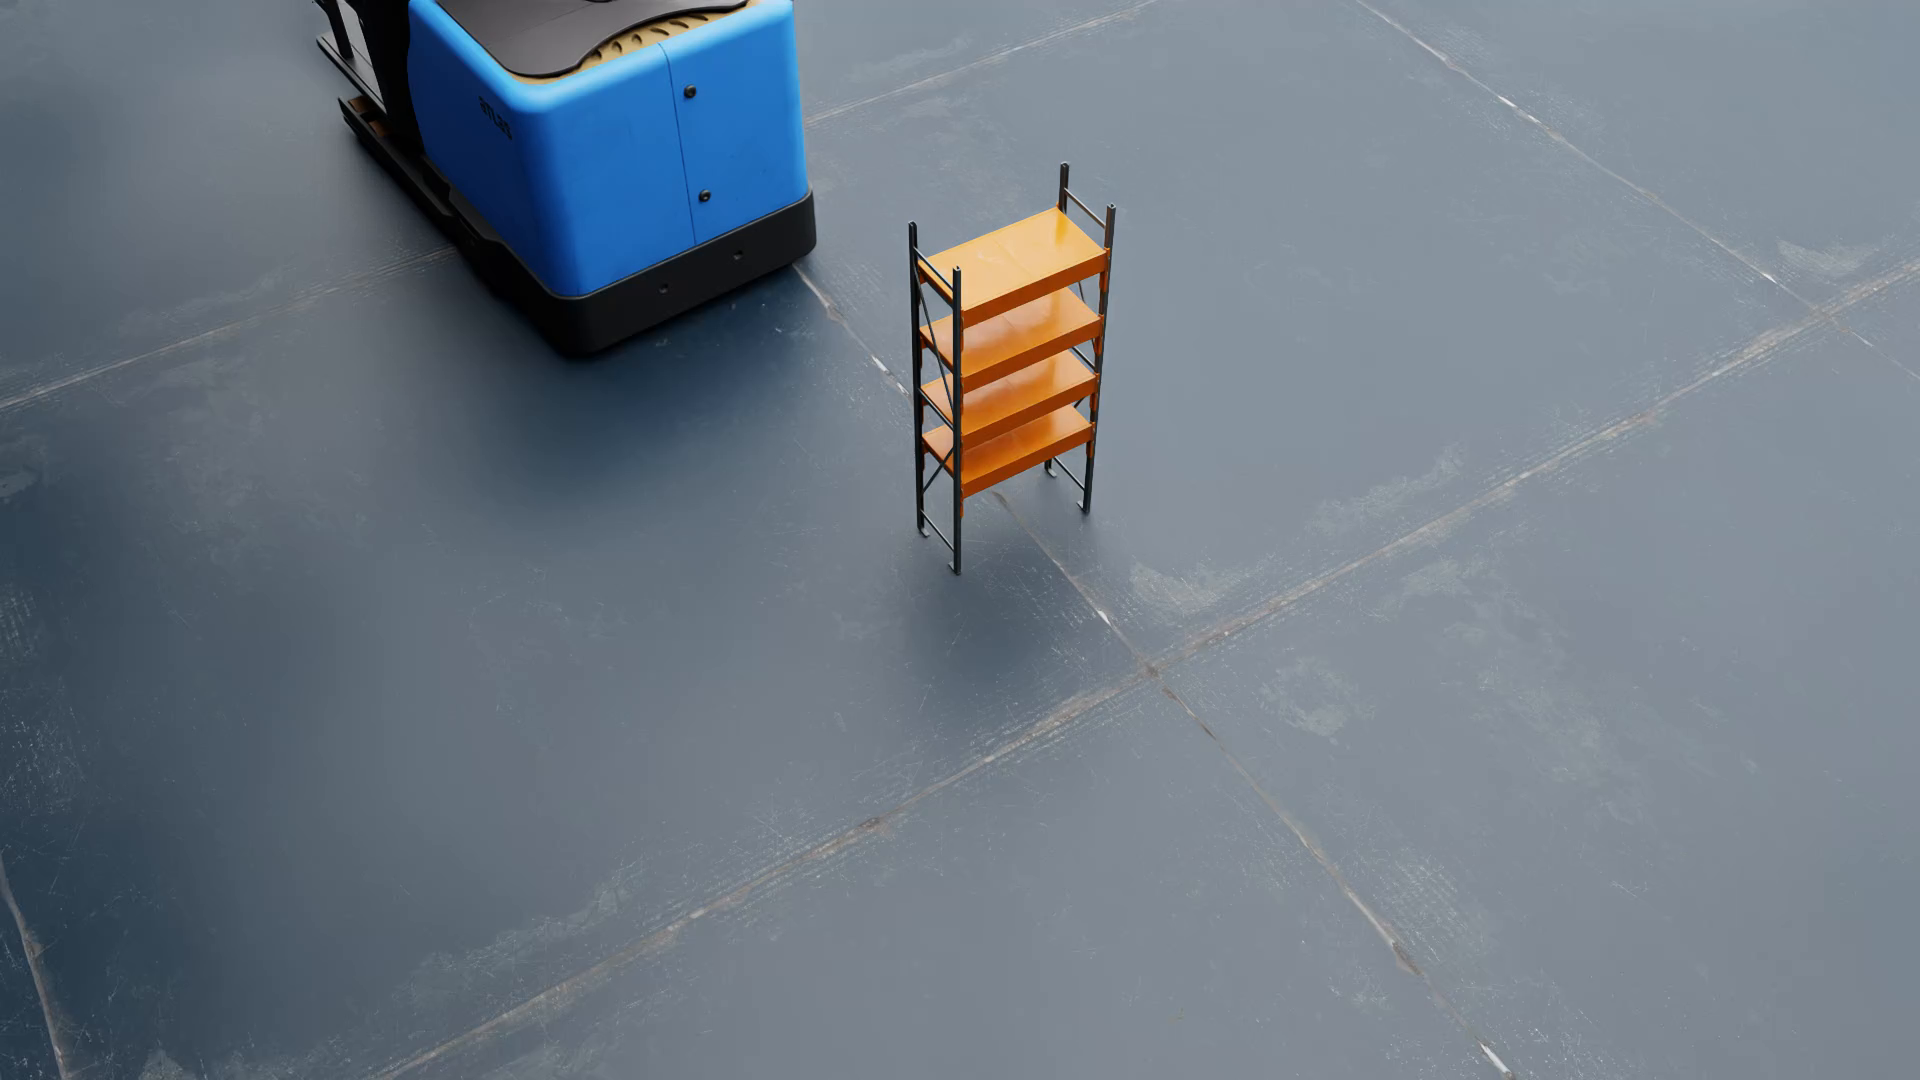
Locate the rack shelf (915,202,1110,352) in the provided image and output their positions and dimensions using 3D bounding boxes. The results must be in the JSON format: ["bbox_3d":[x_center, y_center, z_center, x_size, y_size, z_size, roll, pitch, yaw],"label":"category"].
[{"bbox_3d":[0.140,-0.726,4.567,0.480,0.148,0.258,-25,53,-21],"label":"rack shelf"}]

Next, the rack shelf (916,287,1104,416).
[{"bbox_3d":[0.140,-0.569,4.744,0.480,0.148,0.258,-25,53,-21],"label":"rack shelf"}]

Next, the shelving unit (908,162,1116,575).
[{"bbox_3d":[0.140,-0.465,4.861,0.503,1.200,0.258,-25,53,-21],"label":"shelving unit"}]

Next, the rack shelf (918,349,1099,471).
[{"bbox_3d":[0.140,-0.420,4.911,0.480,0.148,0.258,-25,53,-21],"label":"rack shelf"}]

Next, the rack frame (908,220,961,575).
[{"bbox_3d":[-0.066,-0.368,4.774,0.015,1.200,0.240,-25,53,-21],"label":"rack frame"}]

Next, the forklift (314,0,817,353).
[{"bbox_3d":[-1.818,-2.675,5.670,1.130,2.935,3.031,-30,55,-24],"label":"forklift"}]

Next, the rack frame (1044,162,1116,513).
[{"bbox_3d":[0.346,-0.562,4.947,0.015,1.200,0.240,-25,53,-21],"label":"rack frame"}]

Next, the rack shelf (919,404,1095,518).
[{"bbox_3d":[0.140,-0.288,5.059,0.480,0.148,0.258,-25,53,-21],"label":"rack shelf"}]
